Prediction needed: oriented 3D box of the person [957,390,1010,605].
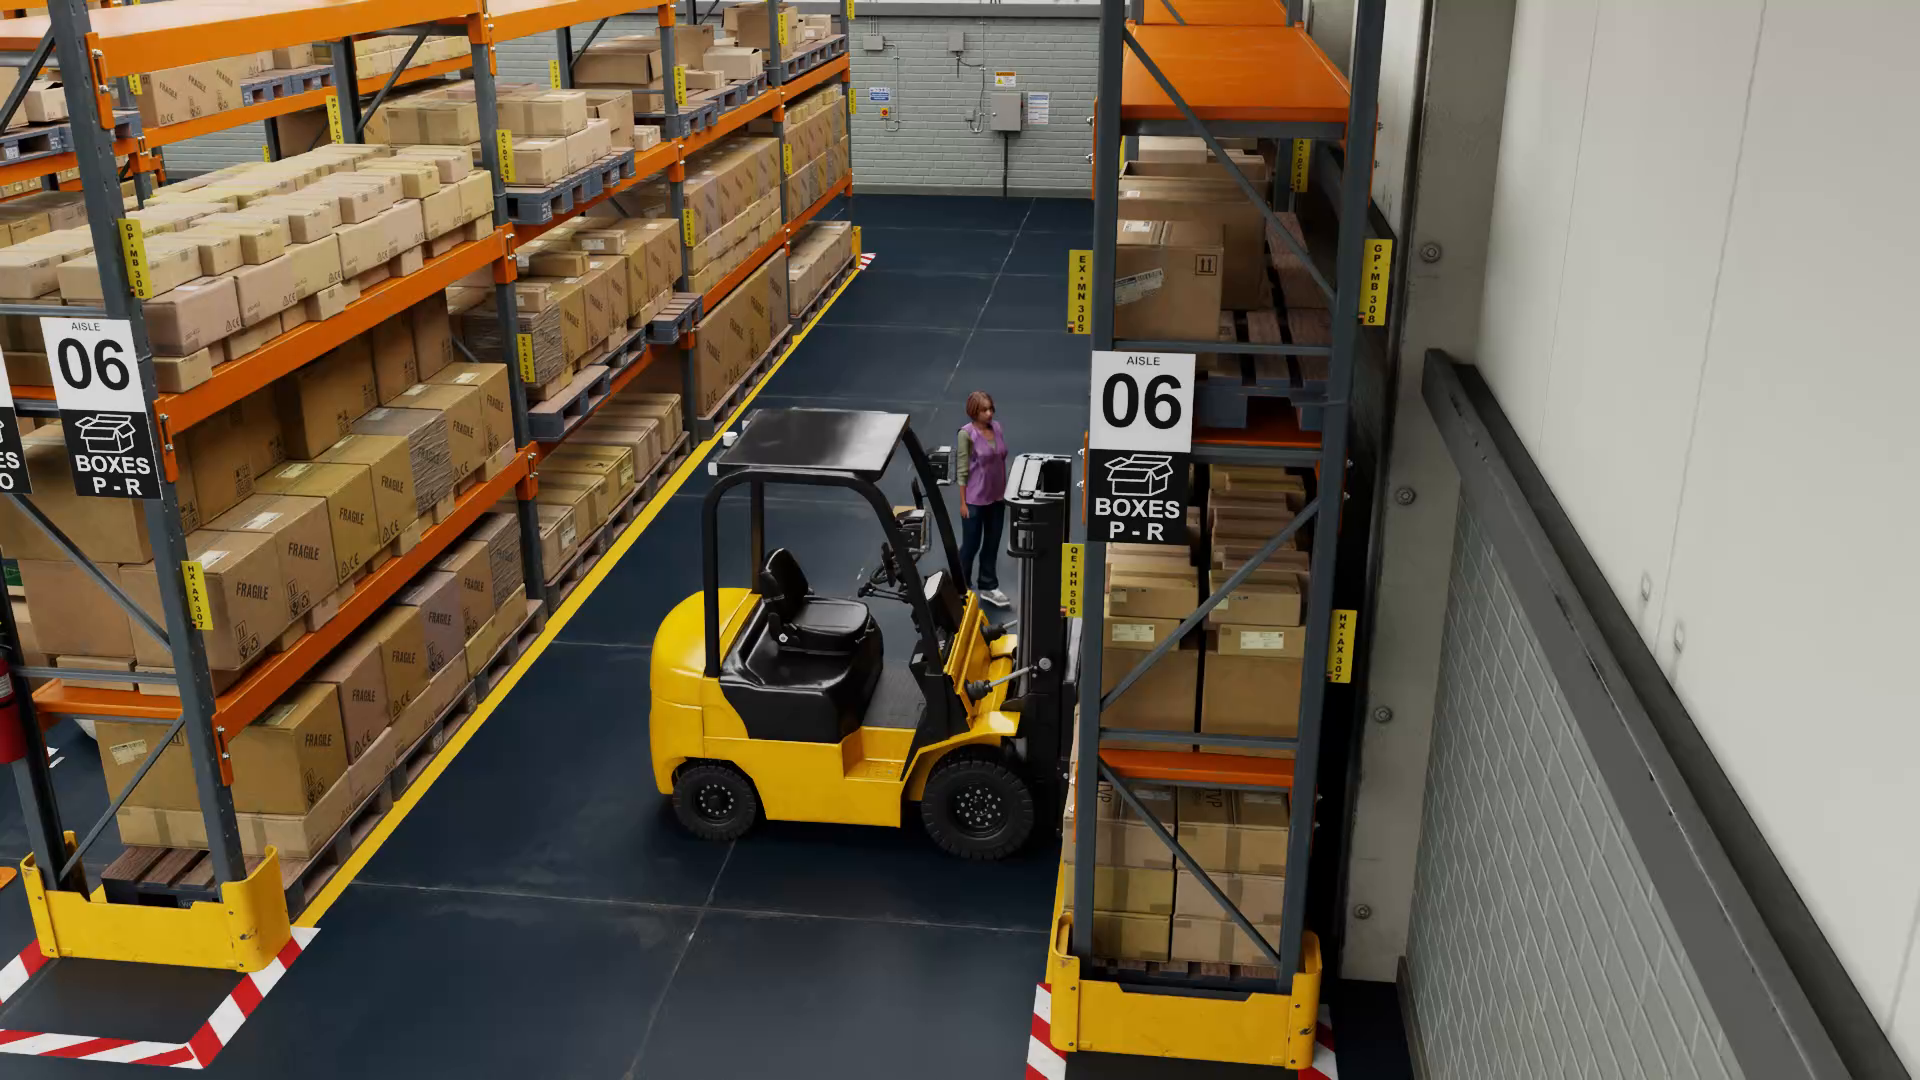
[{"bbox_3d":[0.171,-0.258,11.811,0.413,1.623,0.334,-18,28,-38],"label":"person"}]
